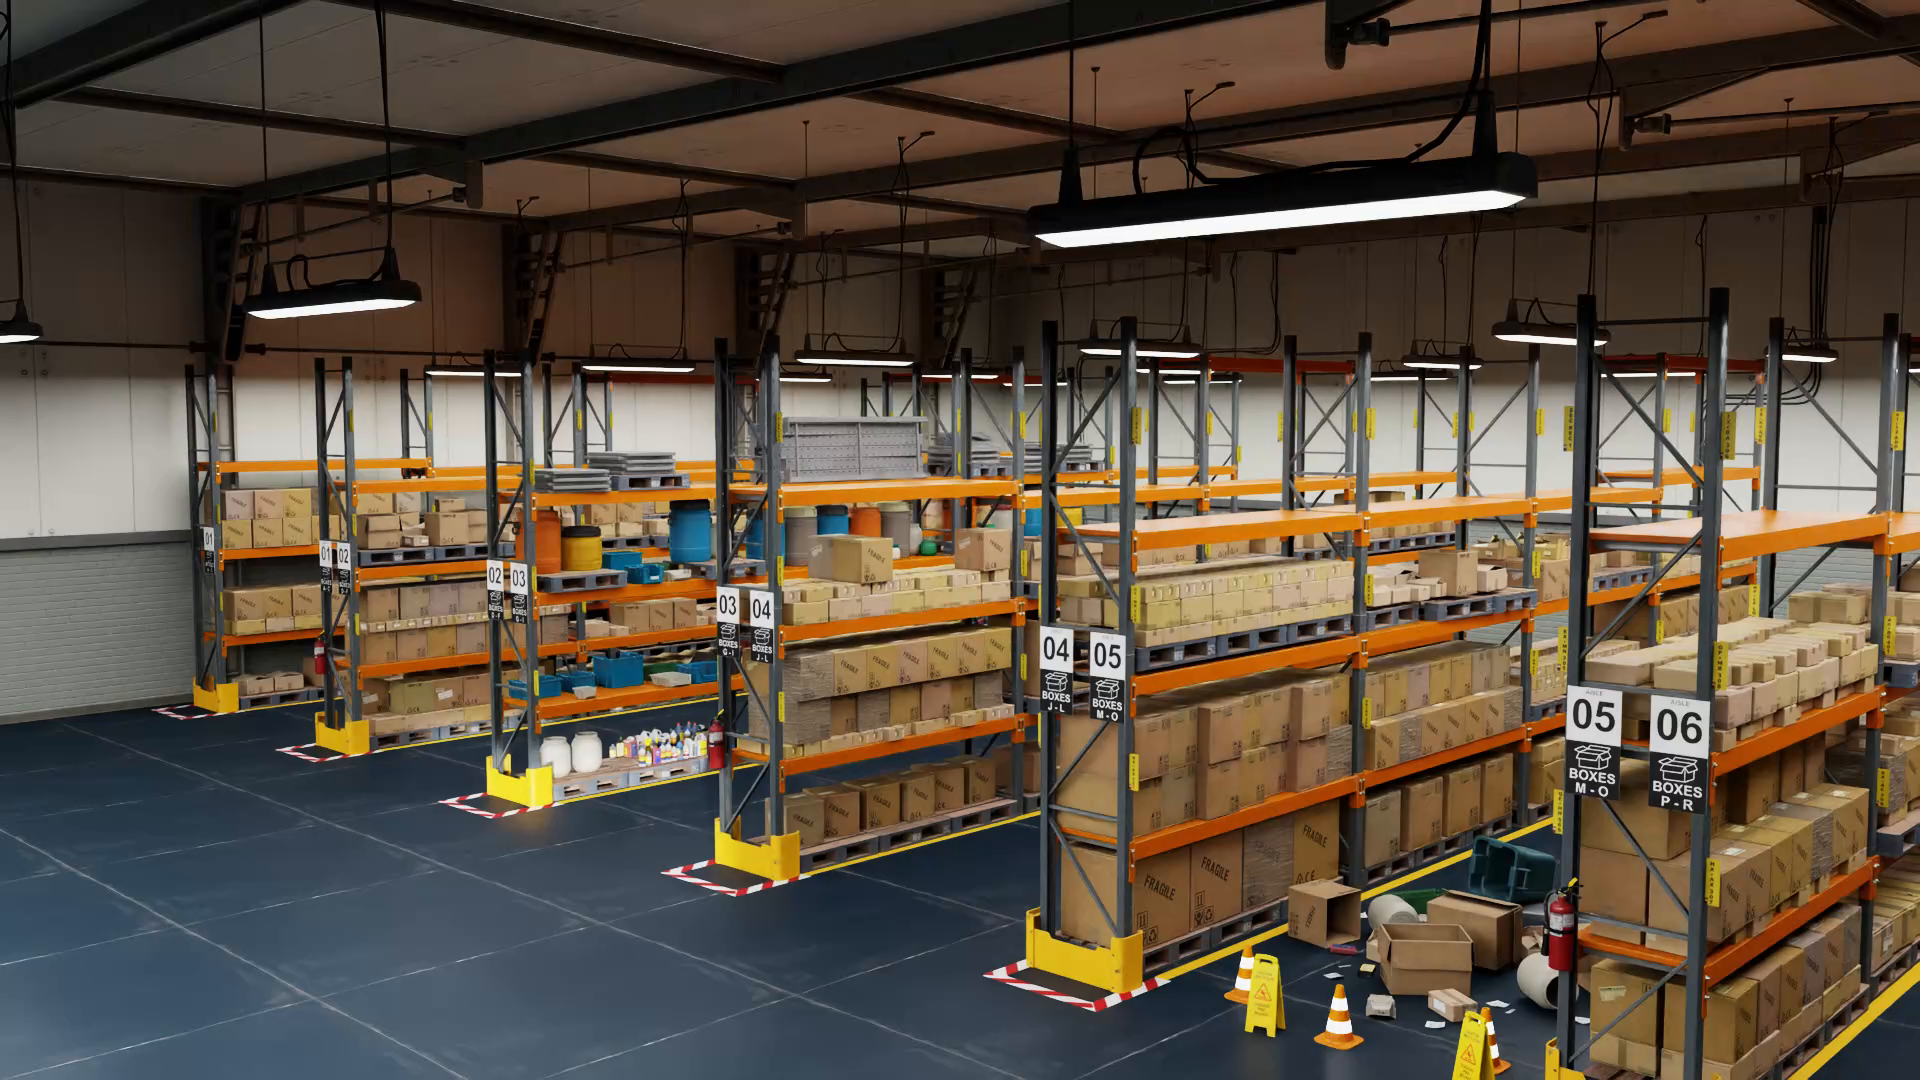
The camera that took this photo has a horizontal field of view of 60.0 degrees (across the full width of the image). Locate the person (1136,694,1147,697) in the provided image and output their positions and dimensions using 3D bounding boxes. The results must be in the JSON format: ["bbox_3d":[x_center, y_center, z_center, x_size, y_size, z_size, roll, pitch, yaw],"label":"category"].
[{"bbox_3d":[2.321,2.681,21.545,0.489,1.680,0.514,-4,6,-42],"label":"person"}]
